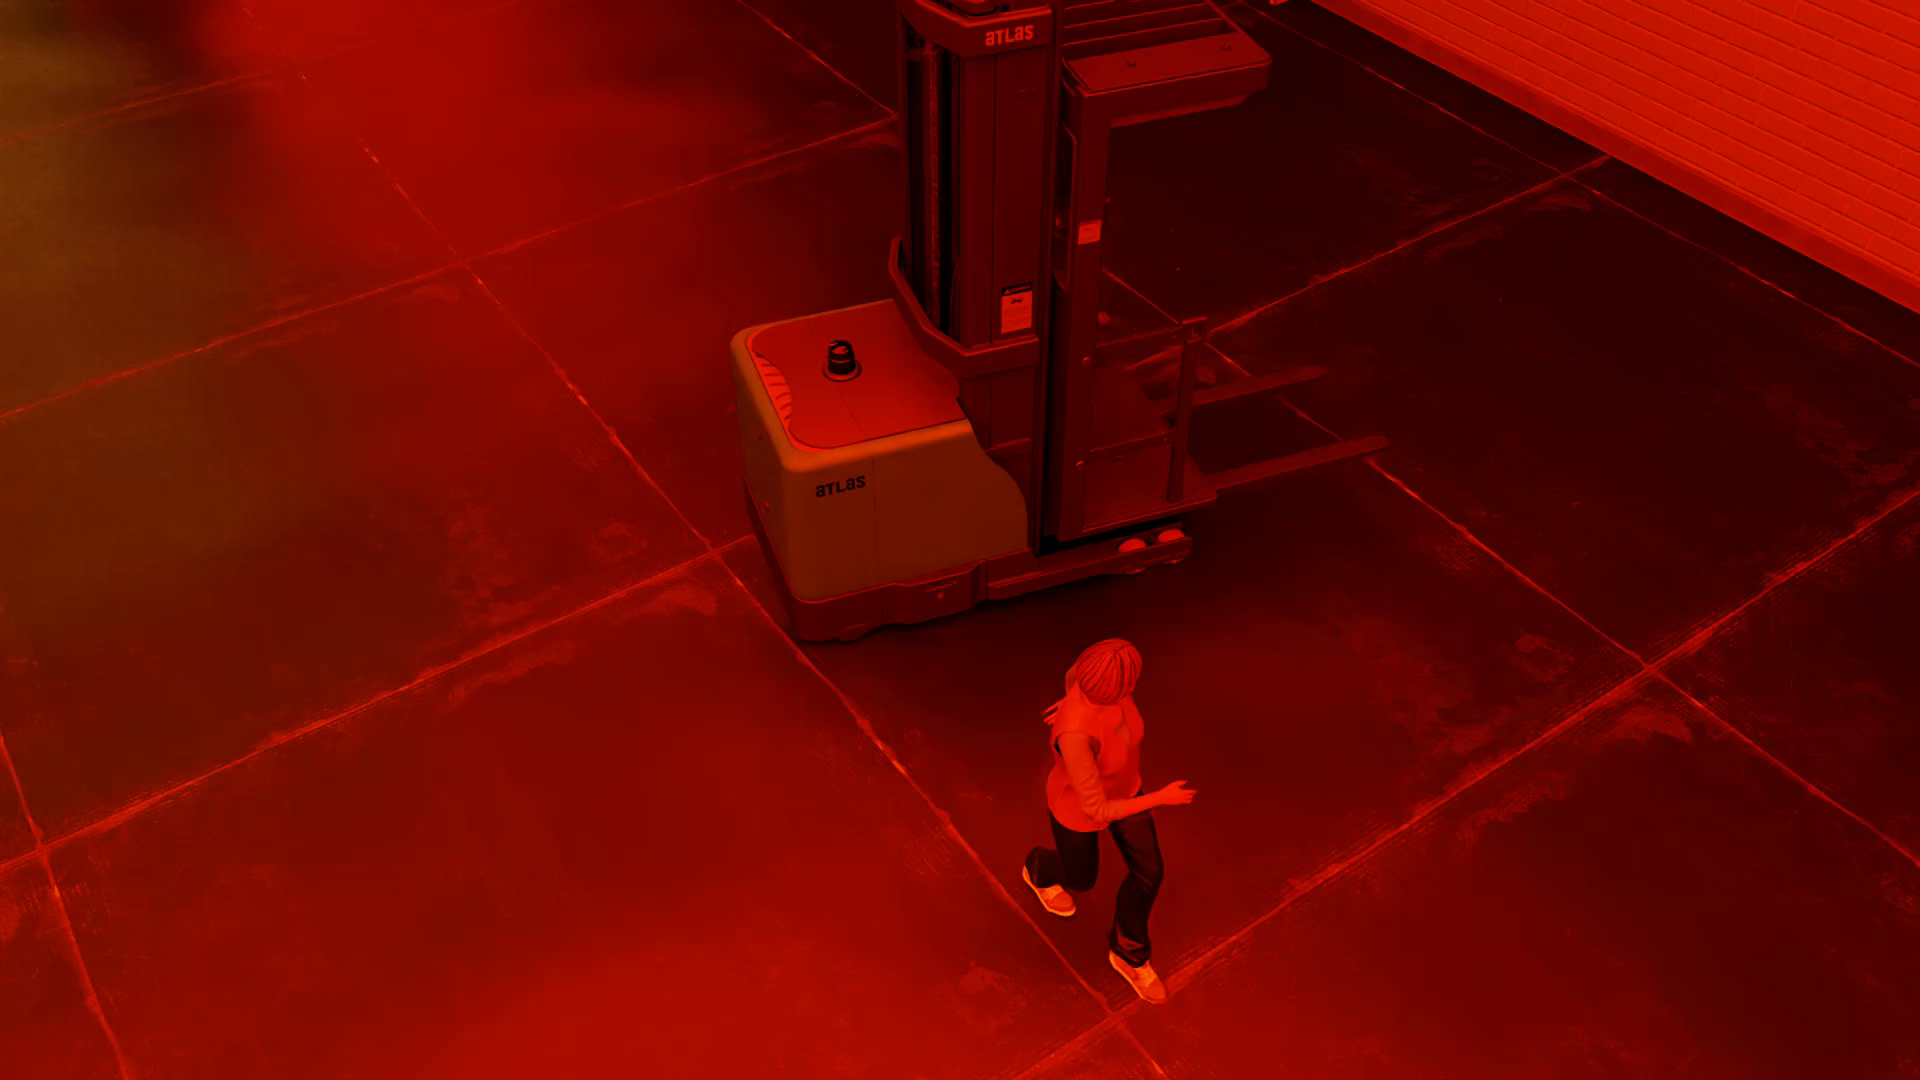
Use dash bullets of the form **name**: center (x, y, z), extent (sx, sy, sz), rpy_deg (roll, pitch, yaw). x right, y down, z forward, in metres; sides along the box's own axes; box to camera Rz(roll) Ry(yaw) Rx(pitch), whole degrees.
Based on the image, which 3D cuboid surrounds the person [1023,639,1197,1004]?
- **person**: center (0.482, 0.920, 5.783), extent (0.436, 1.533, 0.828), rpy_deg (-32, 51, -30)

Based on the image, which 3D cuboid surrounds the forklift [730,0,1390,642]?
- **forklift**: center (0.548, -1.243, 7.065), extent (3.031, 2.935, 1.130), rpy_deg (-14, 44, -15)
